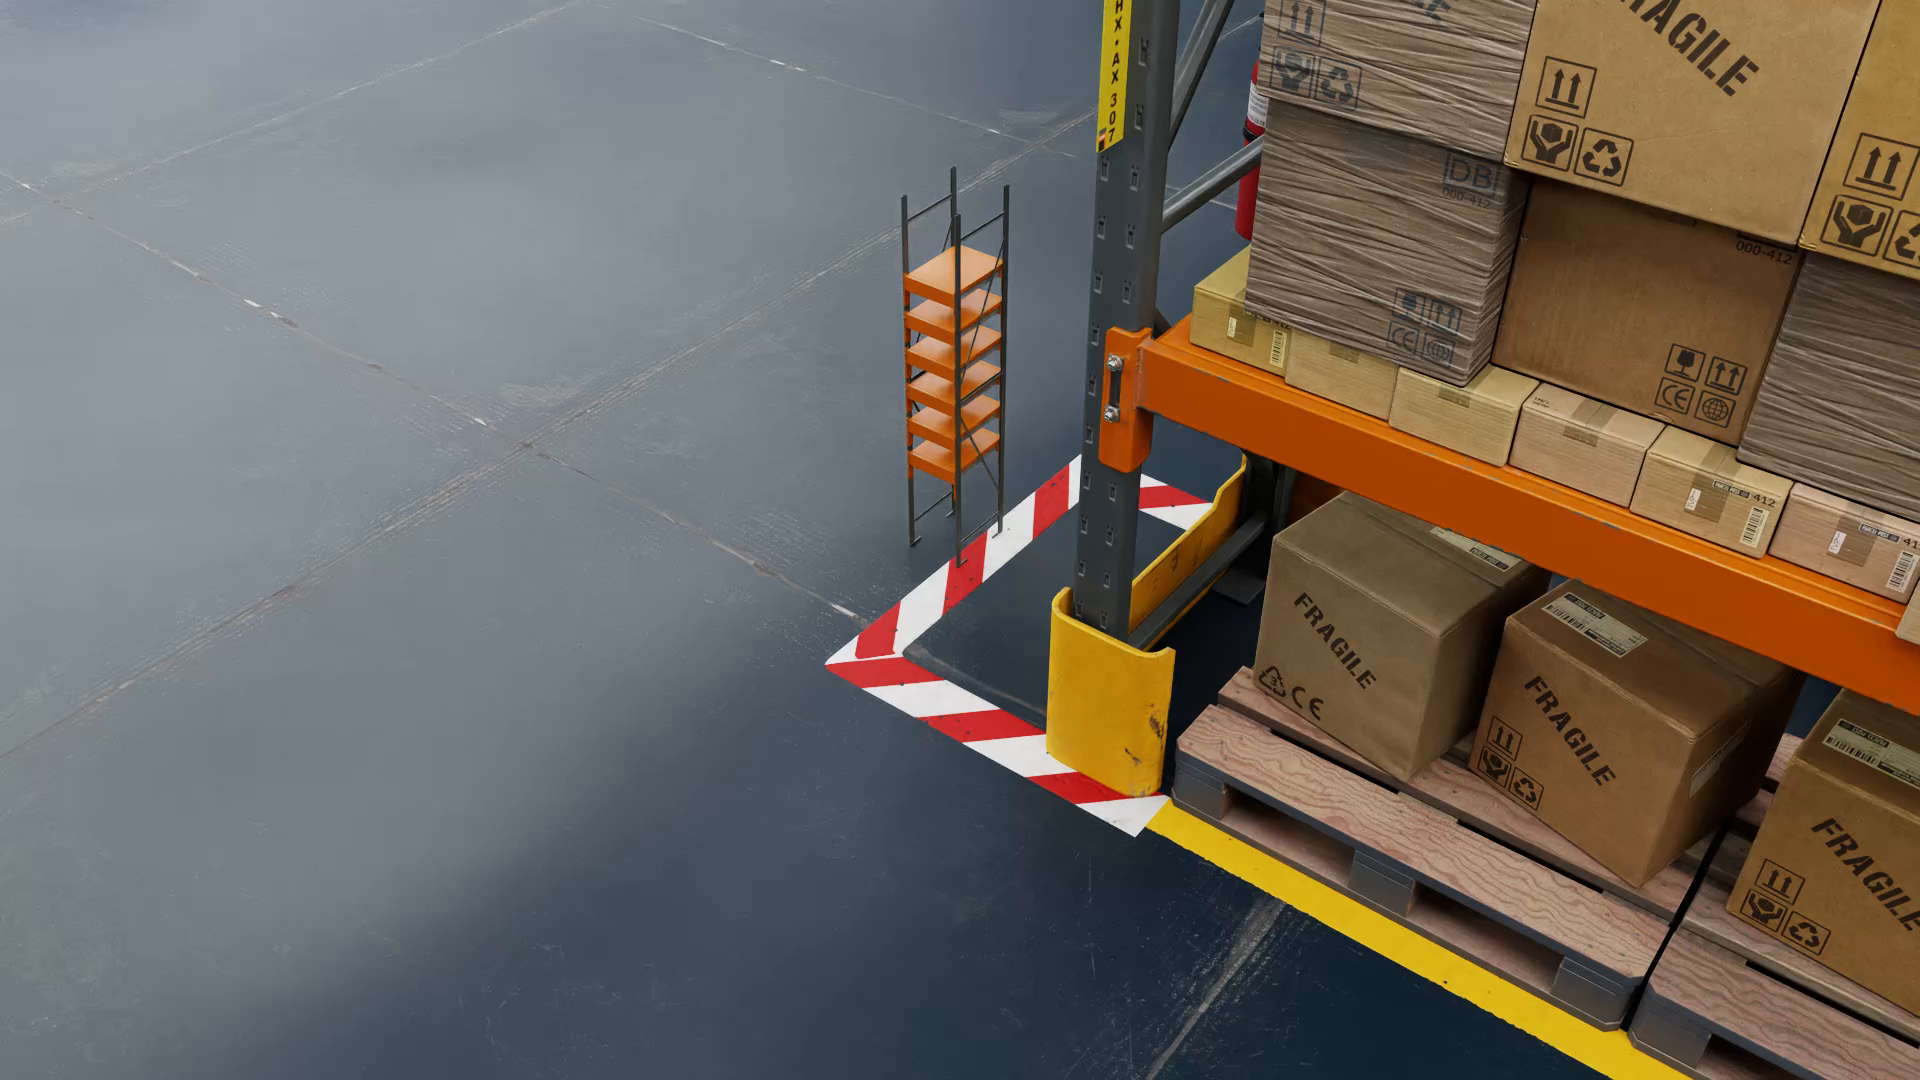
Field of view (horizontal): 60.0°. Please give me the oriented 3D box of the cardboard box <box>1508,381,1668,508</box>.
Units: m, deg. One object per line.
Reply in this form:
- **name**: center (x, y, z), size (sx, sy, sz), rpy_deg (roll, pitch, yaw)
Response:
- **cardboard box**: center (1.308, -0.254, 3.345), size (0.250, 0.149, 0.380), rpy_deg (25, 45, 29)

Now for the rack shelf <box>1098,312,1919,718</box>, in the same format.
- **rack shelf**: center (2.227, 0.169, 3.185), size (4.000, 0.370, 1.077), rpy_deg (25, 45, 29)

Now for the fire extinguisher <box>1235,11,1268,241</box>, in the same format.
- **fire extinguisher**: center (0.828, -1.102, 4.287), size (0.183, 0.674, 0.296), rpy_deg (25, 45, 29)

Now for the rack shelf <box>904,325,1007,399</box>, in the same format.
- **rack shelf**: center (-0.012, -0.538, 4.841), size (0.180, 0.103, 0.258), rpy_deg (25, 45, 29)

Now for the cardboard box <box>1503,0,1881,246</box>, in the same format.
- **cardboard box**: center (1.303, -0.884, 2.812), size (0.500, 0.500, 0.500), rpy_deg (25, 45, 29)

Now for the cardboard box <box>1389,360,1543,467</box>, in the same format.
- **cardboard box**: center (1.097, -0.337, 3.451), size (0.250, 0.149, 0.380), rpy_deg (25, 45, 29)

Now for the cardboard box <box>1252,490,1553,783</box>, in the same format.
- **cardboard box**: center (1.124, 0.197, 4.252), size (0.500, 0.500, 0.500), rpy_deg (-29, 46, -32)

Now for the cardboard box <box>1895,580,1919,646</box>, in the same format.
- **cardboard box**: center (1.853, 0.068, 2.934), size (0.250, 0.149, 0.380), rpy_deg (25, 45, 29)

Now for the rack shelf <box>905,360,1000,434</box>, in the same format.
- **rack shelf**: center (-0.012, -0.443, 4.915), size (0.180, 0.103, 0.258), rpy_deg (25, 45, 29)

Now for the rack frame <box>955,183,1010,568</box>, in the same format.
- **rack frame**: center (0.061, -0.444, 4.843), size (0.006, 1.200, 0.240), rpy_deg (25, 45, 29)

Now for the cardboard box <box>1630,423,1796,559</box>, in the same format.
- **cardboard box**: center (1.502, -0.157, 3.221), size (0.250, 0.149, 0.380), rpy_deg (25, 45, 29)

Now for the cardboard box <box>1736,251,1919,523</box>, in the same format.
- **cardboard box**: center (1.900, -0.464, 3.087), size (0.500, 0.500, 0.875), rpy_deg (25, 45, 29)

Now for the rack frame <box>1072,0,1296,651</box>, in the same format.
- **rack frame**: center (0.639, -0.864, 3.920), size (0.127, 3.000, 1.000), rpy_deg (25, 45, 29)

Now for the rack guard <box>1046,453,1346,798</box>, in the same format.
- **rack guard**: center (0.699, 0.149, 4.654), size (0.348, 0.500, 1.175), rpy_deg (25, 45, 29)

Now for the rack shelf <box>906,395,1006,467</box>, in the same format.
- **rack shelf**: center (-0.012, -0.349, 4.988), size (0.180, 0.103, 0.258), rpy_deg (25, 45, 29)

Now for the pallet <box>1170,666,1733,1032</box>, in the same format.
- **pallet**: center (1.323, 0.584, 4.332), size (1.213, 0.211, 1.003), rpy_deg (25, 45, 29)

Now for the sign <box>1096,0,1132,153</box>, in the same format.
- **sign**: center (0.309, -0.939, 3.314), size (0.005, 0.325, 0.100), rpy_deg (25, 45, 29)

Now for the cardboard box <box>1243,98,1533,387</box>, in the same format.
- **cardboard box**: center (1.059, -0.801, 3.517), size (0.500, 0.500, 0.875), rpy_deg (25, 45, 29)

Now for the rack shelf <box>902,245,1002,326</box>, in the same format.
- **rack shelf**: center (-0.012, -0.727, 4.693), size (0.180, 0.103, 0.258), rpy_deg (25, 45, 29)

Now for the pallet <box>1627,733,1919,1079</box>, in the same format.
- **pallet**: center (2.288, 1.041, 3.749), size (1.213, 0.211, 1.003), rpy_deg (25, 45, 29)

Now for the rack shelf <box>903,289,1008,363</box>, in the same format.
- **rack shelf**: center (-0.012, -0.632, 4.767), size (0.180, 0.103, 0.258), rpy_deg (25, 45, 29)

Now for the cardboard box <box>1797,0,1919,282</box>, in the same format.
- **cardboard box**: center (1.701, -0.697, 2.574), size (0.500, 0.500, 0.500), rpy_deg (25, 45, 29)

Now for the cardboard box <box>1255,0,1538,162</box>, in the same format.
- **cardboard box**: center (0.910, -1.074, 3.056), size (0.500, 0.500, 0.500), rpy_deg (25, 45, 29)

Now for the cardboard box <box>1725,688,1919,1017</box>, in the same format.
- **cardboard box**: center (2.106, 0.648, 3.676), size (0.500, 0.500, 0.500), rpy_deg (30, 47, 32)

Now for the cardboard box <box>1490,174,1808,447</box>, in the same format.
- **cardboard box**: center (1.529, -0.672, 3.353), size (0.500, 0.500, 0.875), rpy_deg (25, 45, 29)

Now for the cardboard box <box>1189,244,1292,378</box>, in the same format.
- **cardboard box**: center (0.720, -0.541, 3.712), size (0.250, 0.149, 0.380), rpy_deg (25, 45, 29)

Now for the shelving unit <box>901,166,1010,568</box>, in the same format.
- **shelving unit**: center (-0.012, -0.478, 4.887), size (0.189, 1.200, 0.258), rpy_deg (25, 45, 29)

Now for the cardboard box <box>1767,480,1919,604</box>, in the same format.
- **cardboard box**: center (1.717, -0.076, 3.118), size (0.250, 0.149, 0.380), rpy_deg (25, 45, 29)

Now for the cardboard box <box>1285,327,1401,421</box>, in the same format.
- **cardboard box**: center (0.907, -0.438, 3.580), size (0.250, 0.149, 0.380), rpy_deg (25, 45, 29)

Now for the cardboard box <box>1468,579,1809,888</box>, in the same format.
- **cardboard box**: center (1.620, 0.404, 3.987), size (0.500, 0.500, 0.500), rpy_deg (-25, 45, -29)

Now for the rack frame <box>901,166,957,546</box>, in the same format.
- **rack frame**: center (-0.084, -0.512, 4.931), size (0.006, 1.200, 0.240), rpy_deg (25, 45, 29)

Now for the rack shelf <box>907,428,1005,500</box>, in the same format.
- **rack shelf**: center (-0.012, -0.254, 5.062), size (0.180, 0.103, 0.258), rpy_deg (25, 45, 29)
